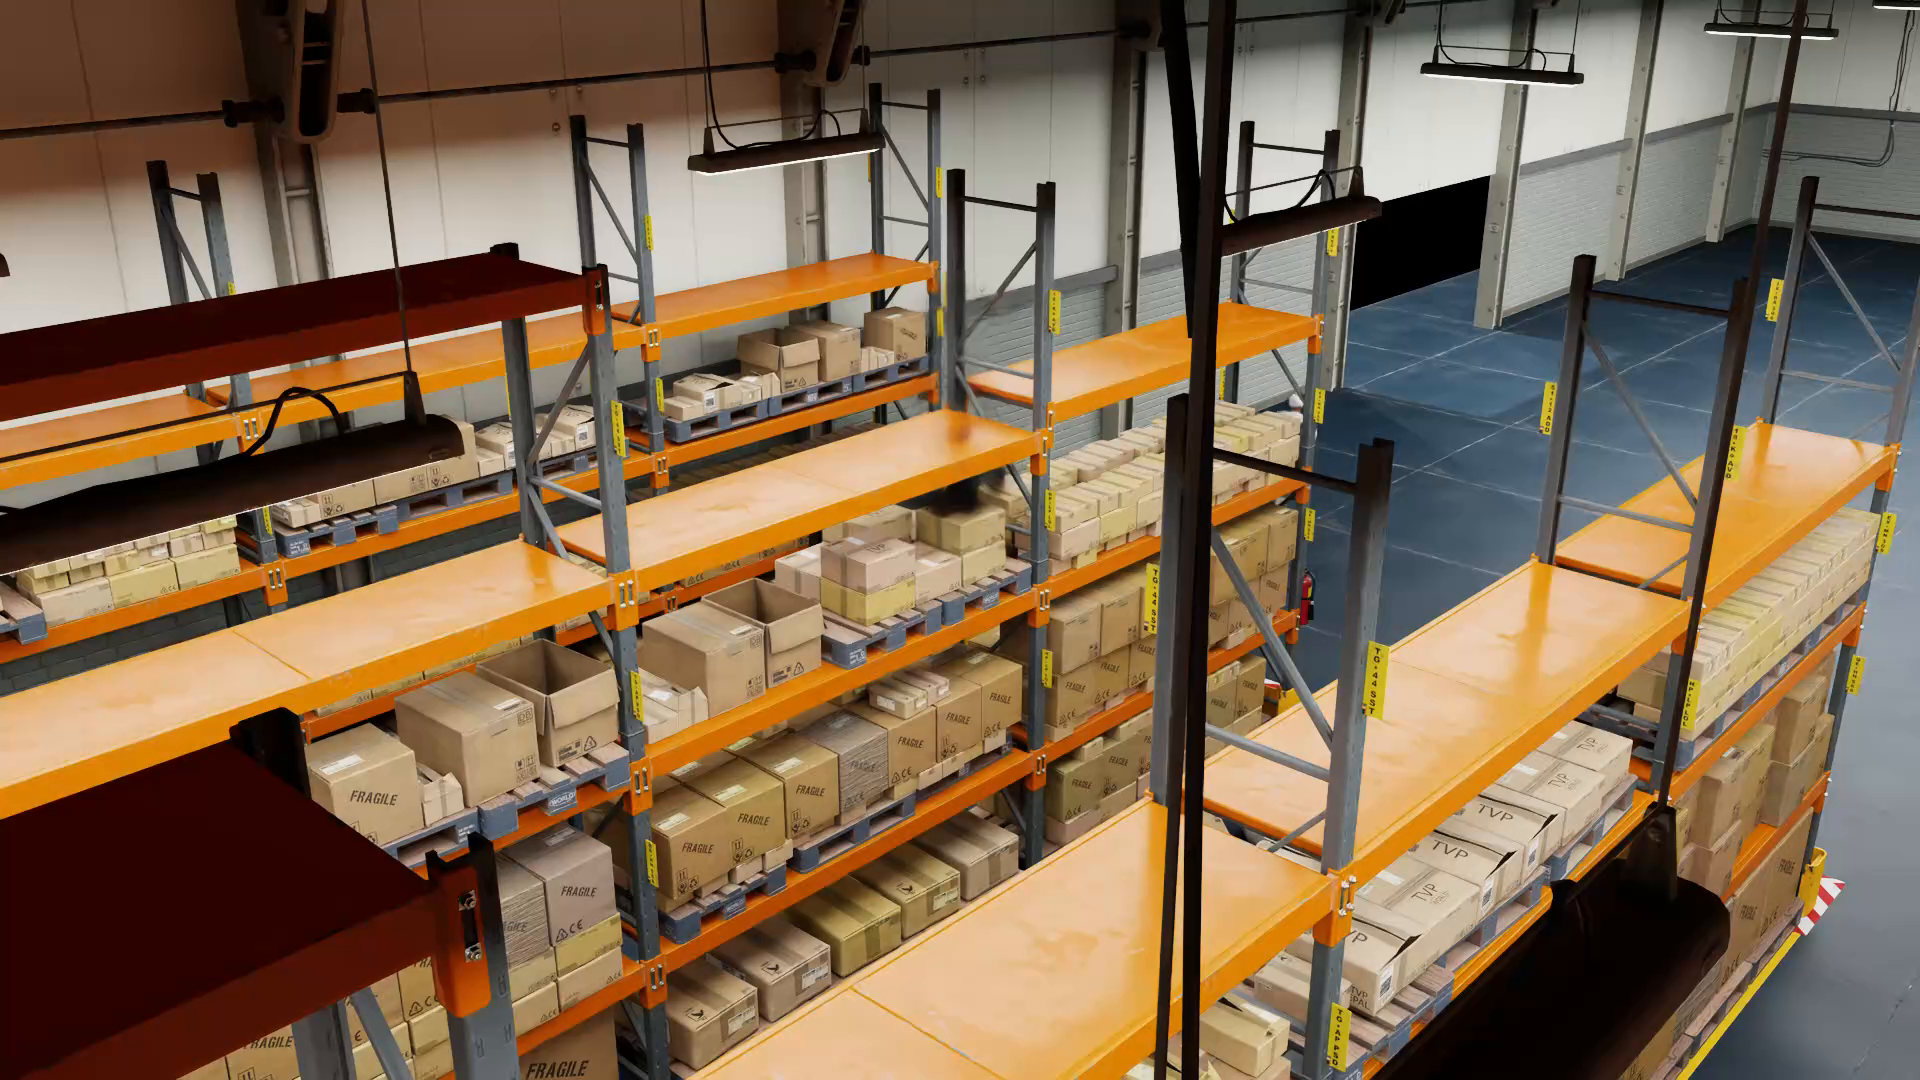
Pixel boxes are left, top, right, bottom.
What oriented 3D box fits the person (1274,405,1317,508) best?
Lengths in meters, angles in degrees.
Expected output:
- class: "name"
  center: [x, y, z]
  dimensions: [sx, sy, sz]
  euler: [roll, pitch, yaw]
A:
- class: "person"
  center: [4.437, -1.119, 22.522]
  dimensions: [0.734, 1.699, 0.797]
  euler: [12, 24, 28]
